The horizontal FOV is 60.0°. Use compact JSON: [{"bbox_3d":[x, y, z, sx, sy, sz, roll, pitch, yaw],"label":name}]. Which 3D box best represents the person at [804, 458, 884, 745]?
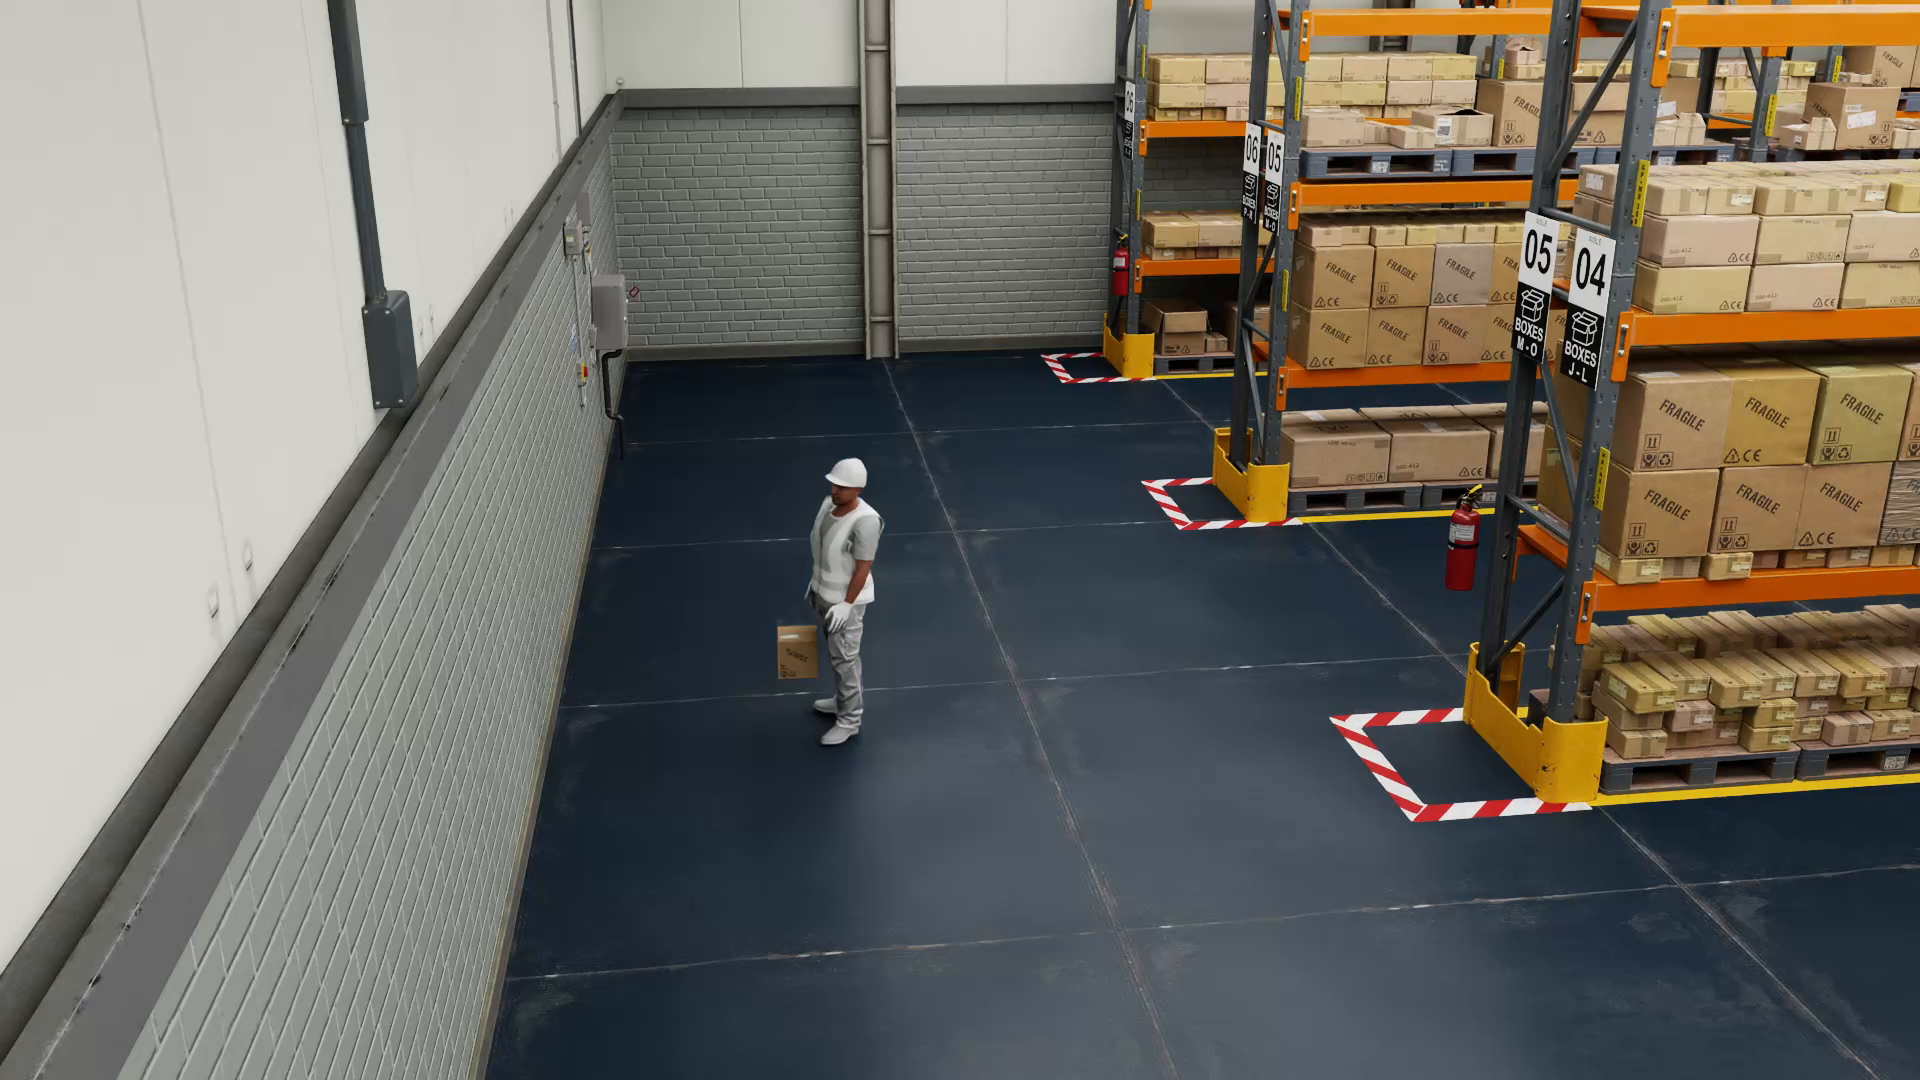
[{"bbox_3d":[-0.744,0.337,10.110,0.464,1.782,0.623,-12,23,-29],"label":"person"}]
